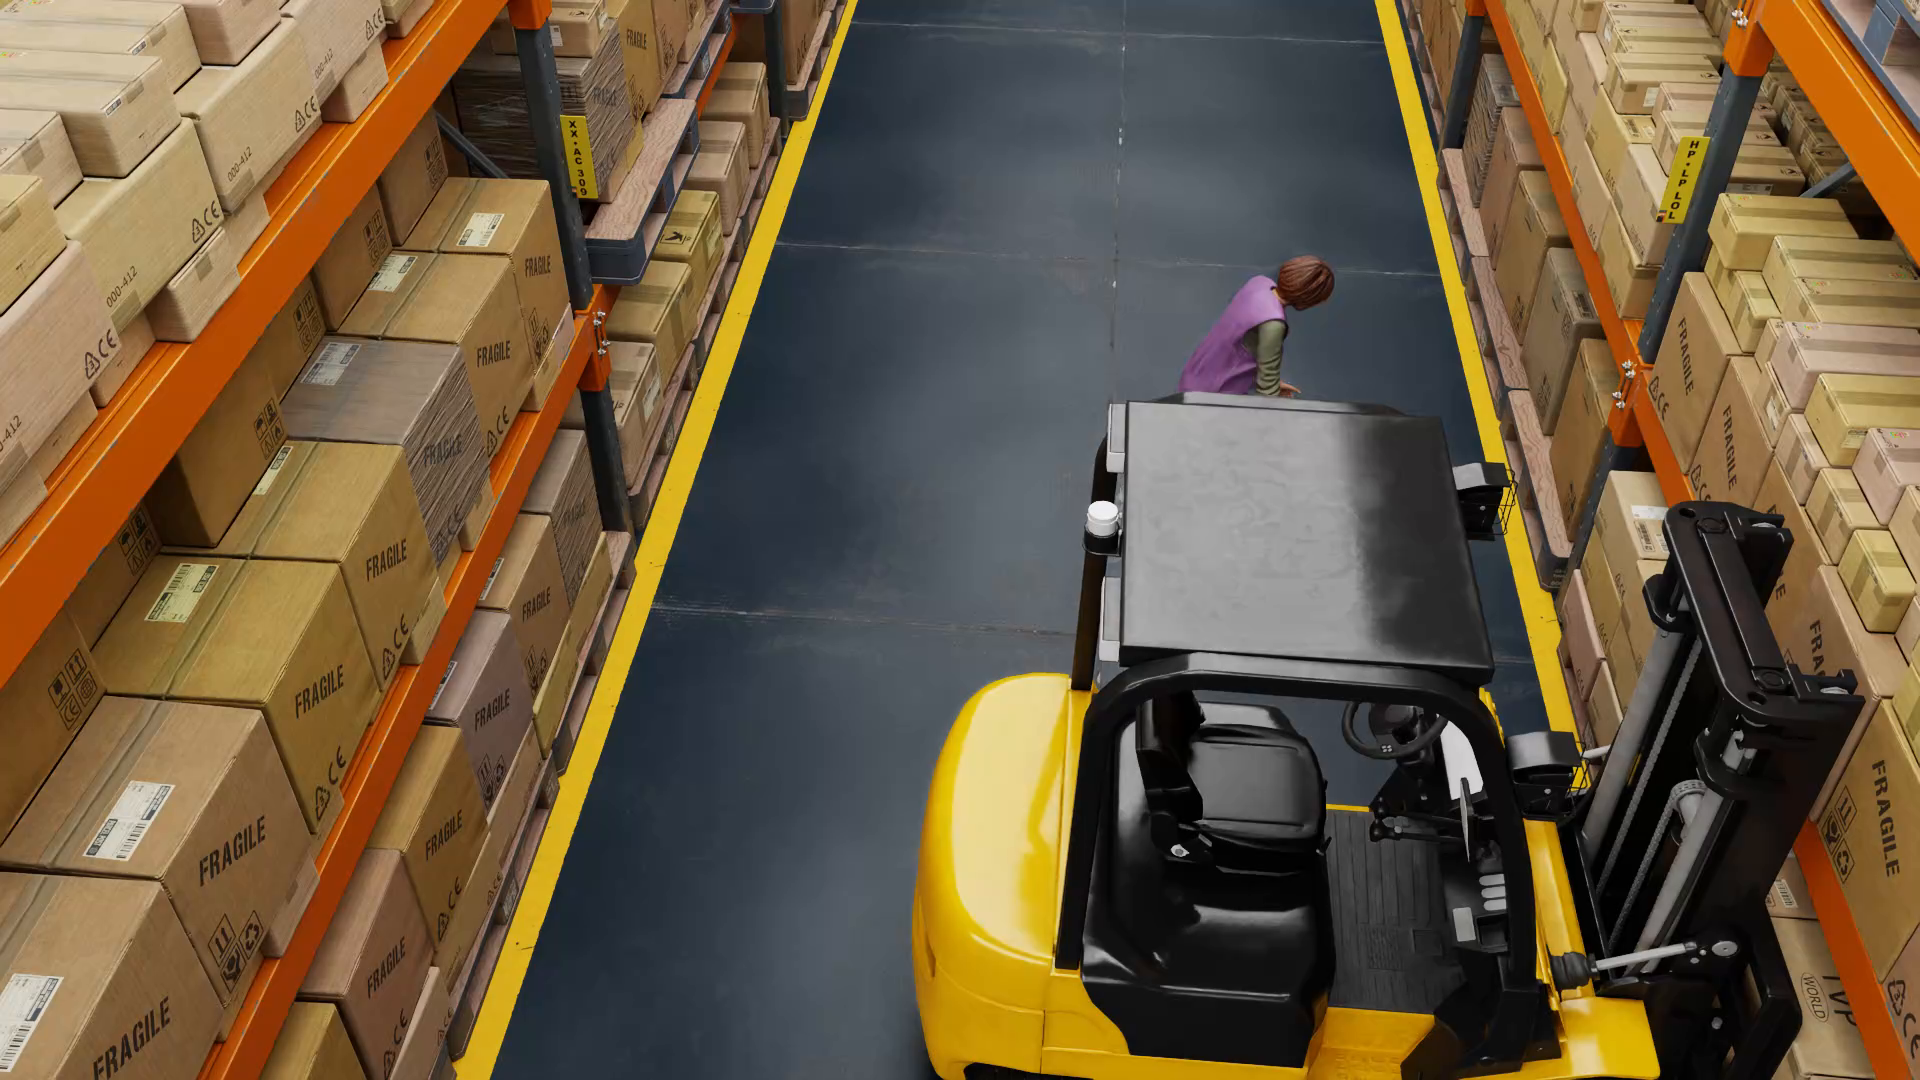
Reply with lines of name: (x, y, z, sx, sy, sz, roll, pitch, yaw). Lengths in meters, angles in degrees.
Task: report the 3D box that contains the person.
person: (1.198, -0.587, 7.008, 0.581, 1.400, 0.458, 4, 41, 4)
